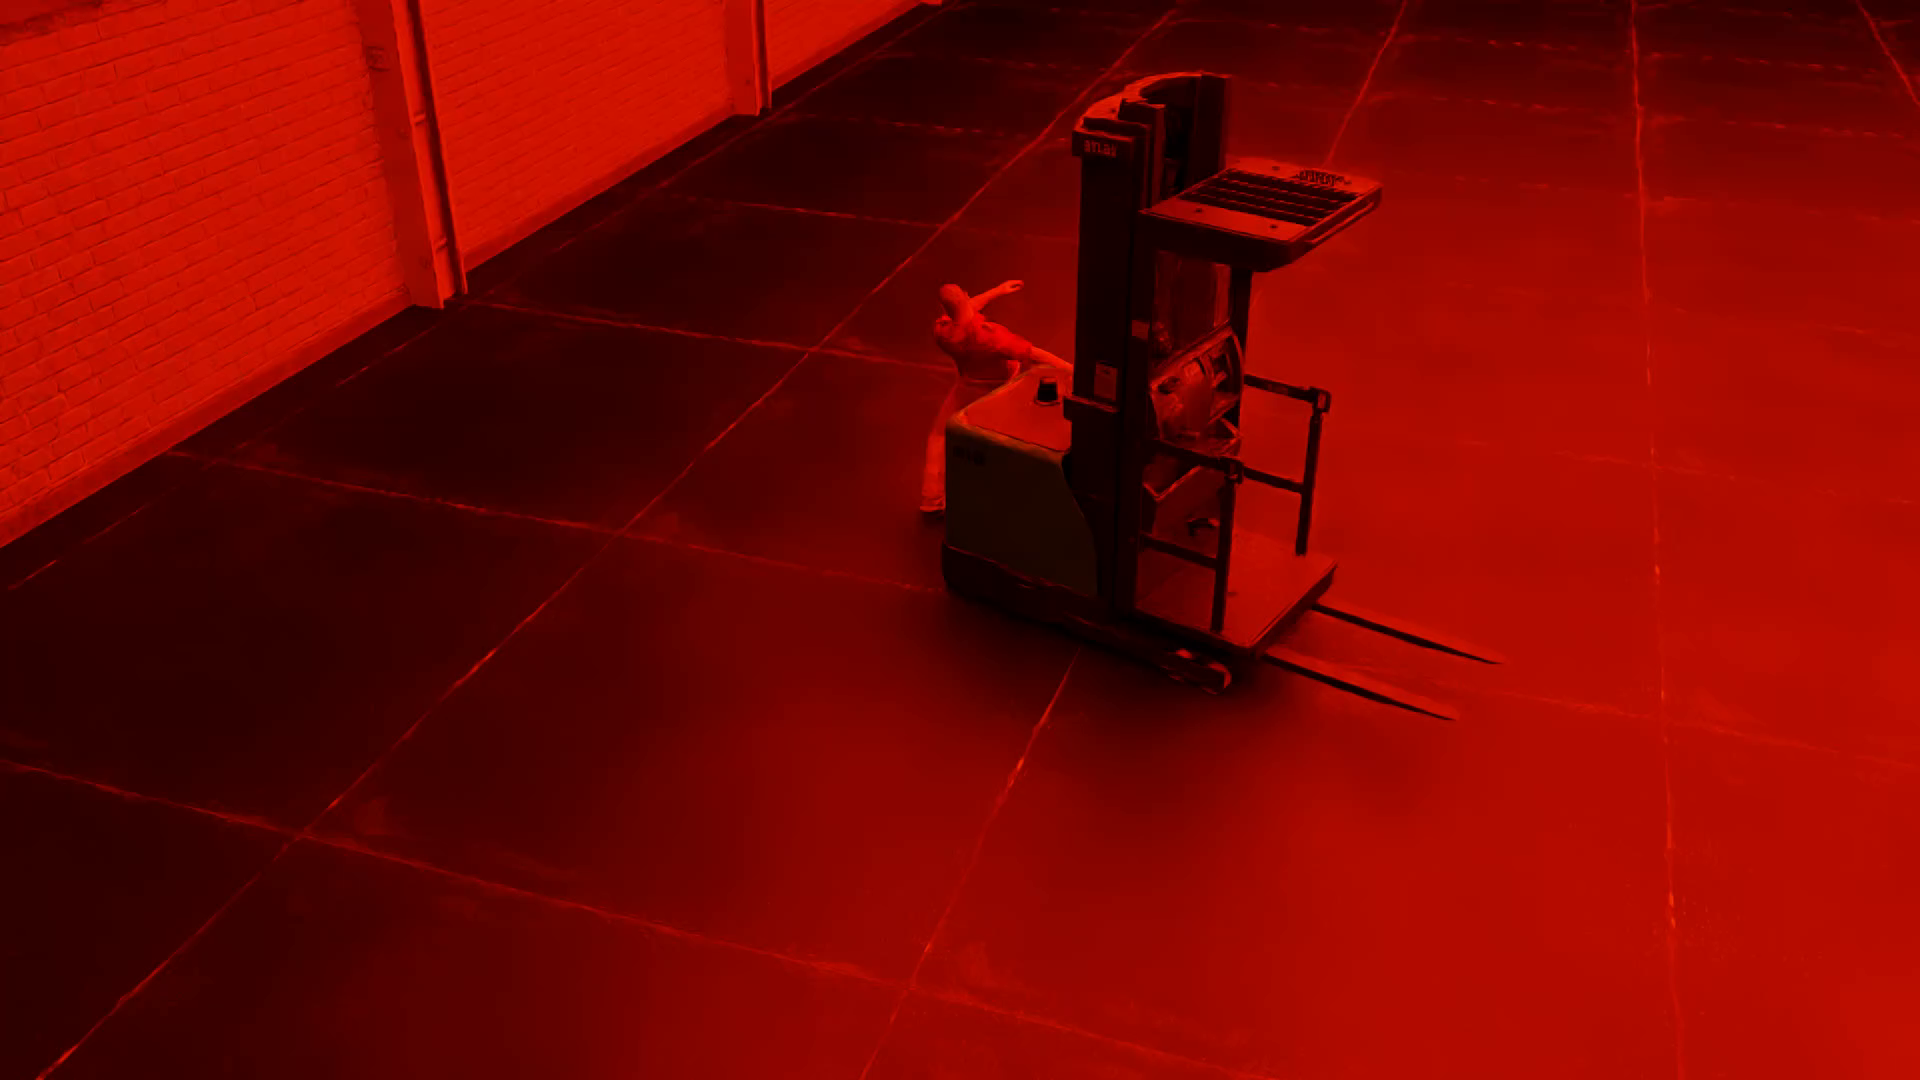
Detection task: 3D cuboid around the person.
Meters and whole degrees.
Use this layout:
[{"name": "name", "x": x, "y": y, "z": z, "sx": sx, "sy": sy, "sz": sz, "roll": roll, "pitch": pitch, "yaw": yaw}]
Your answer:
[{"name": "person", "x": 0.265, "y": -0.899, "z": 10.098, "sx": 0.953, "sy": 1.502, "sz": 0.800, "roll": 6, "pitch": 30, "yaw": 11}]

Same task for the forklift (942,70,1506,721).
[{"name": "forklift", "x": 1.393, "y": -0.771, "z": 8.489, "sx": 3.031, "sy": 2.935, "sz": 1.130, "roll": 20, "pitch": 35, "yaw": 30}]
